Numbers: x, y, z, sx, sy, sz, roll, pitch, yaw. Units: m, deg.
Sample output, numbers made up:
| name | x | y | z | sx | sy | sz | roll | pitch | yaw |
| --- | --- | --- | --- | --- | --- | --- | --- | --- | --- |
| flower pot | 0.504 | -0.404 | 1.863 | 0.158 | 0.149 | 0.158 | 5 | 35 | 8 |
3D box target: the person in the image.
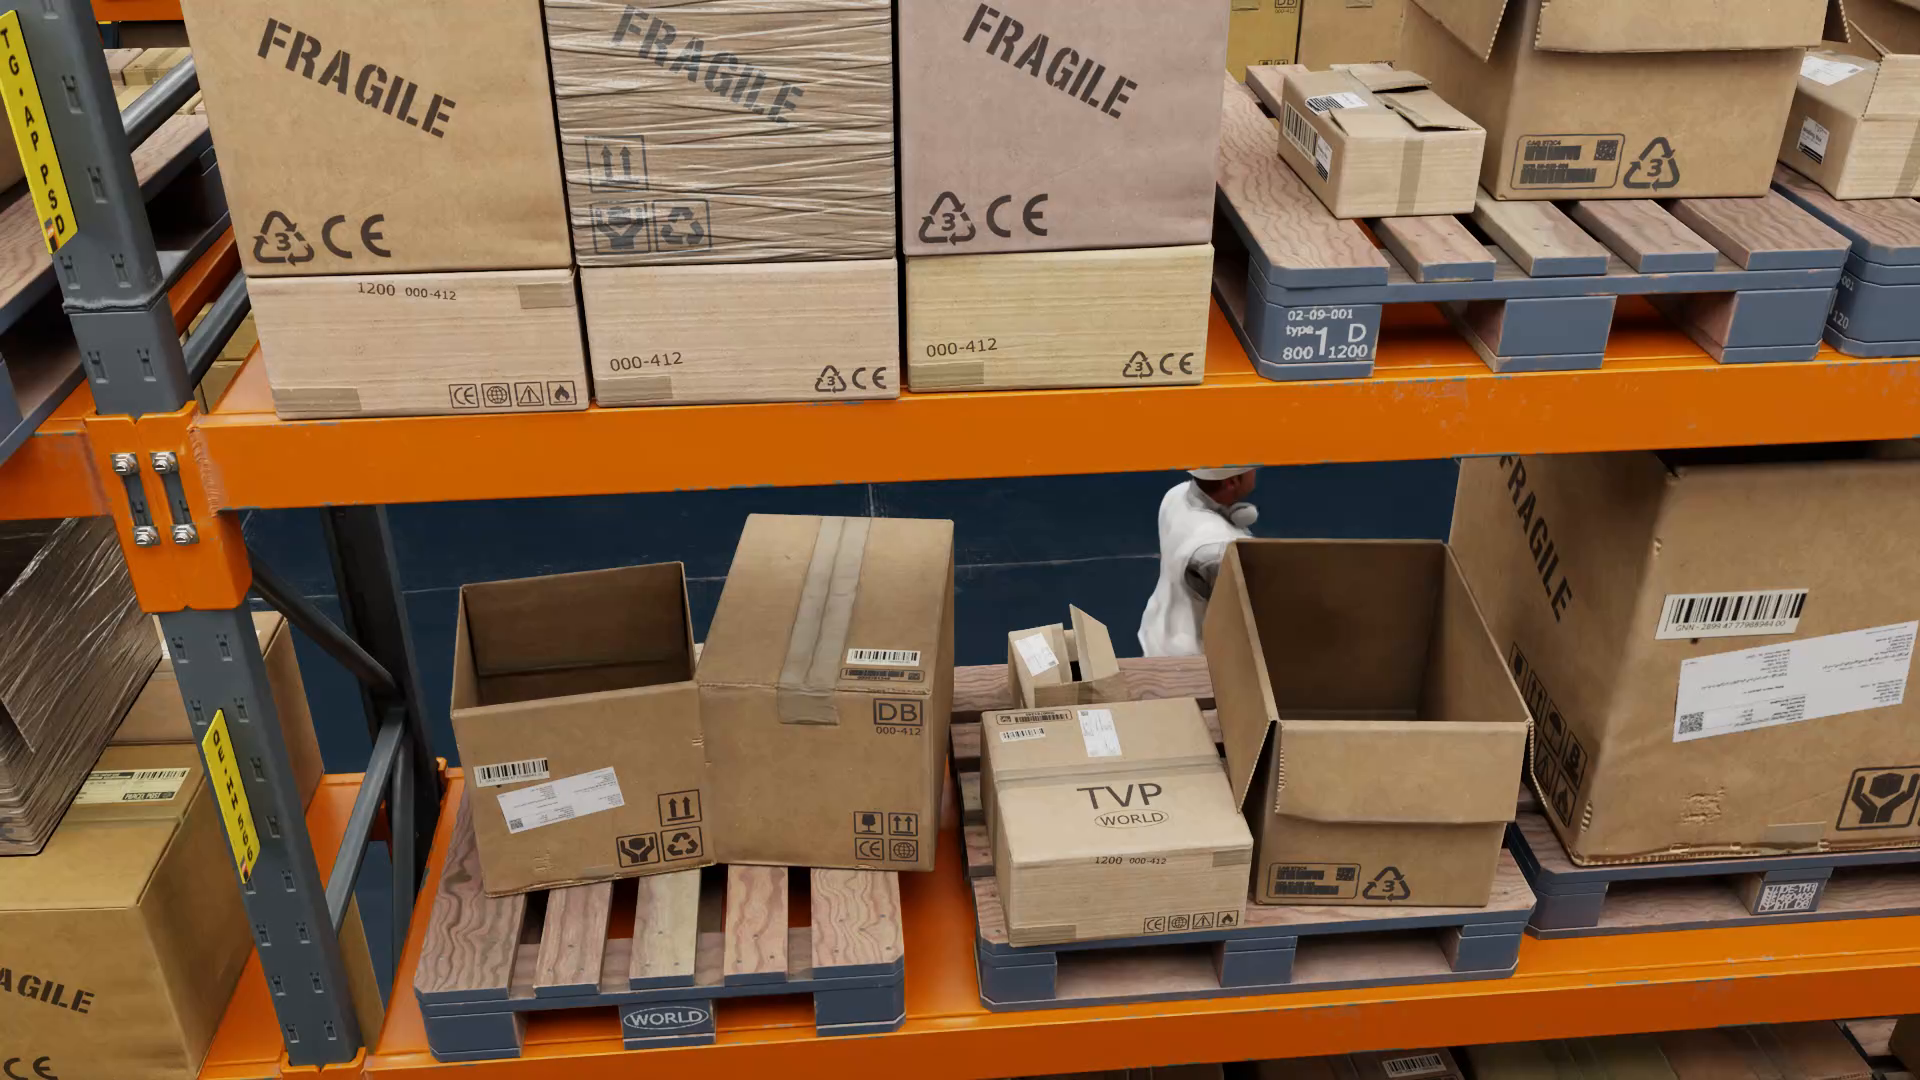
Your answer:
| name | x | y | z | sx | sy | sz | roll | pitch | yaw |
| --- | --- | --- | --- | --- | --- | --- | --- | --- | --- |
| person | 0.876 | 0.381 | 5.476 | 0.563 | 1.772 | 0.494 | -3 | 31 | -5 |
